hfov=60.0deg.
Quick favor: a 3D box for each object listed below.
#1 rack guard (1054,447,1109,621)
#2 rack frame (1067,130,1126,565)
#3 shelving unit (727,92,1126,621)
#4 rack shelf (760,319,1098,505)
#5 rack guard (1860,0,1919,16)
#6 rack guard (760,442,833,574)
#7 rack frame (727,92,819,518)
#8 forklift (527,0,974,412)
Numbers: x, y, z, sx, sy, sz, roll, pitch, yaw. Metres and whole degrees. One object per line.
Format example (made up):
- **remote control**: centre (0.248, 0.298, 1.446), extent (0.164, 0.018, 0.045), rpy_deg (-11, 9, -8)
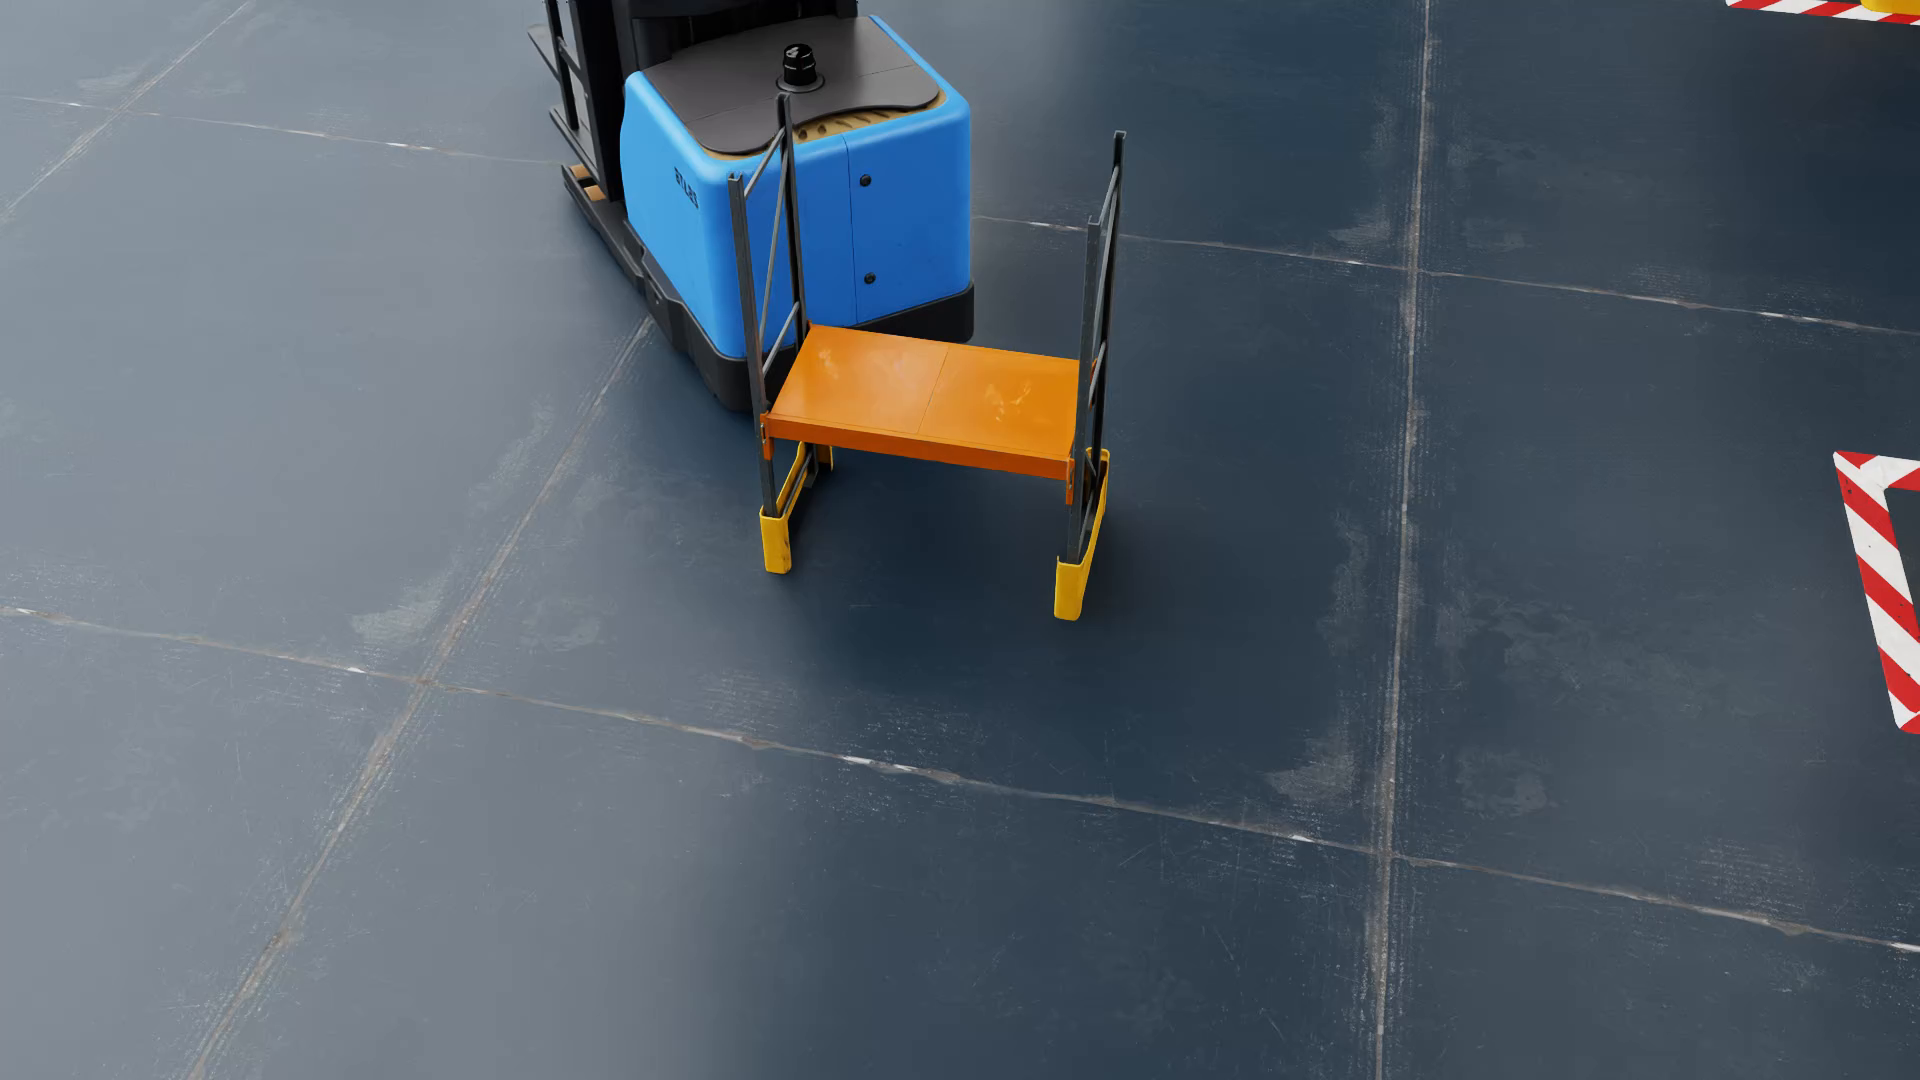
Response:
- **rack guard**: centre (0.412, -0.026, 5.597), extent (0.087, 0.250, 0.587), rpy_deg (9, 45, 9)
- **rack frame**: centre (0.413, -0.476, 5.163), extent (0.032, 1.500, 0.500), rpy_deg (9, 45, 9)
- **shelving unit**: centre (-0.074, -0.552, 5.242), extent (1.083, 1.500, 0.587), rpy_deg (9, 45, 9)
- **rack shelf**: centre (-0.083, -0.424, 5.368), extent (1.000, 0.185, 0.538), rpy_deg (9, 45, 9)
- **rack guard**: centre (4.969, -3.284, 8.802), extent (0.348, 0.500, 1.175), rpy_deg (9, 45, 9)
- **rack guard**: centre (-0.560, -0.177, 5.754), extent (0.087, 0.250, 0.587), rpy_deg (9, 45, 9)
- **rack frame**: centre (-0.579, -0.630, 5.323), extent (0.032, 1.500, 0.500), rpy_deg (9, 45, 9)
- **forklift**: centre (-1.078, -2.547, 6.283), extent (1.130, 2.935, 3.031), rpy_deg (-20, 47, -20)
